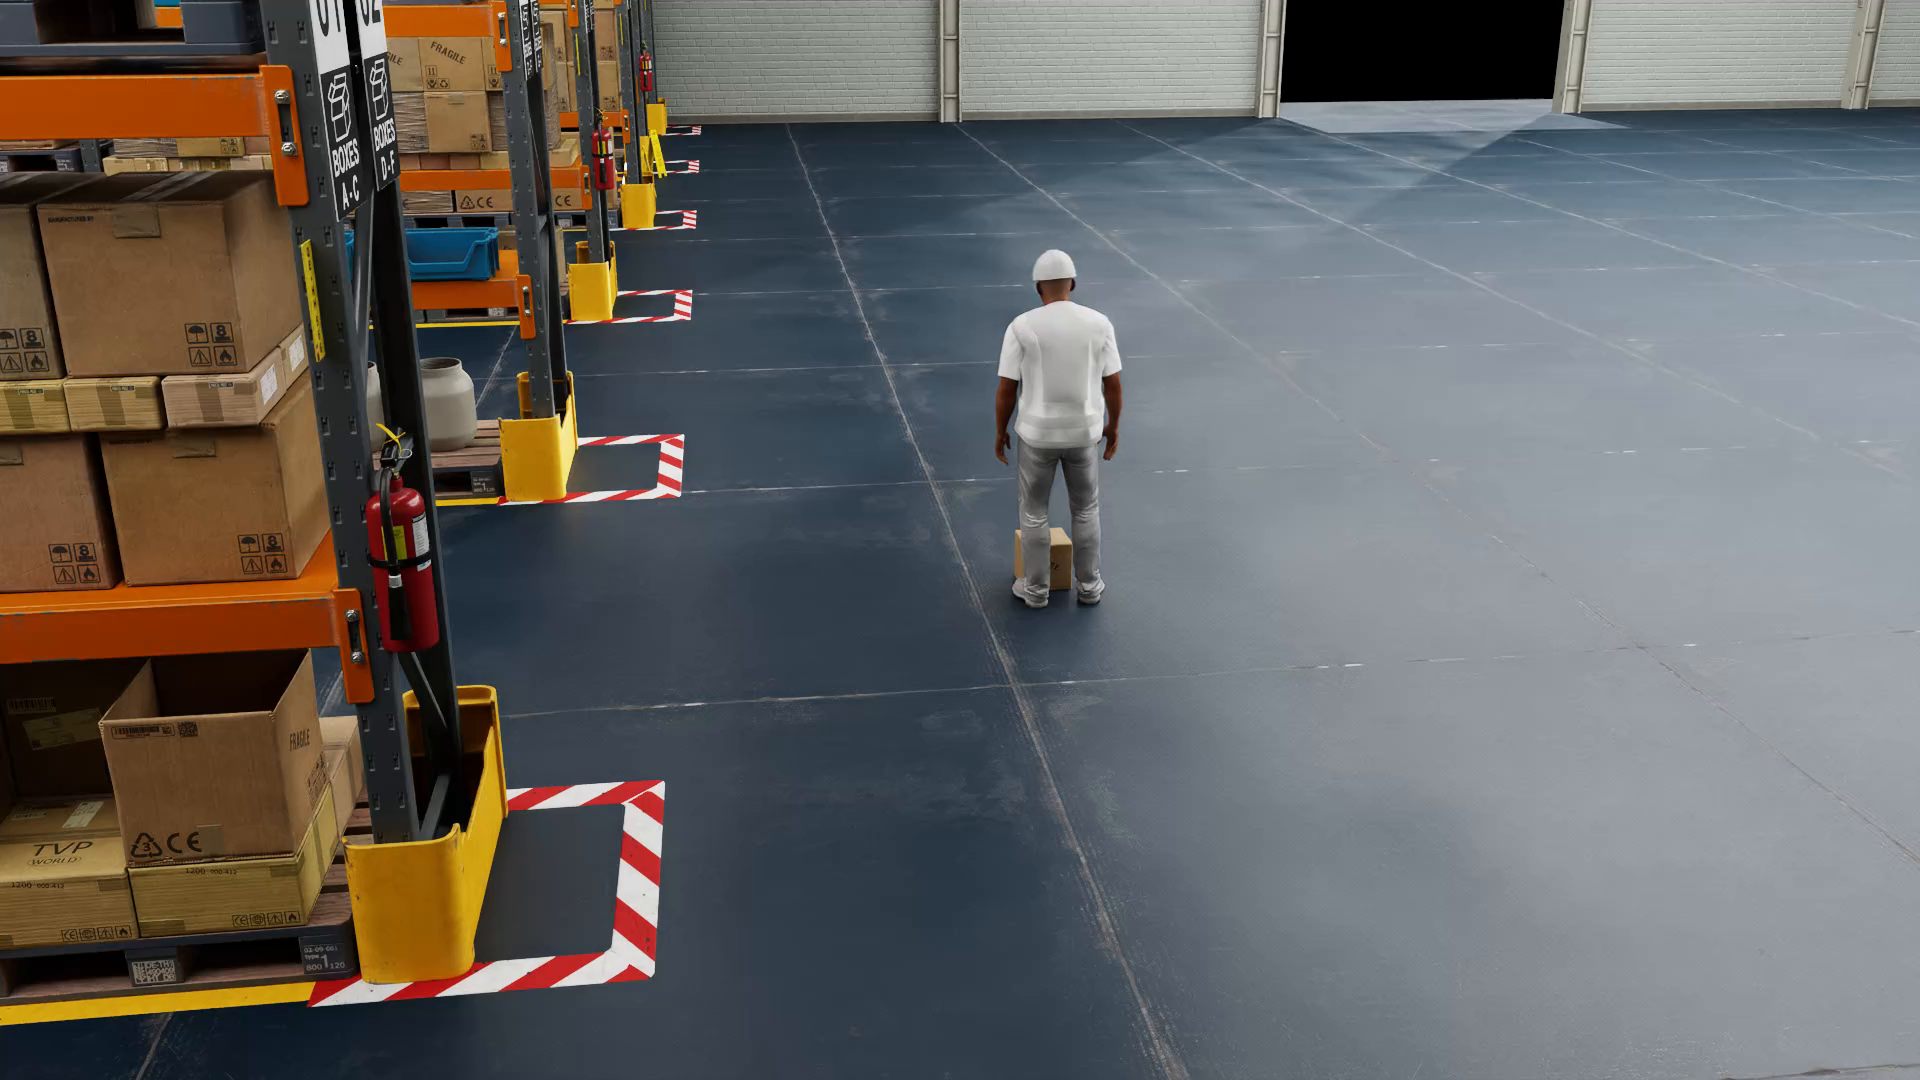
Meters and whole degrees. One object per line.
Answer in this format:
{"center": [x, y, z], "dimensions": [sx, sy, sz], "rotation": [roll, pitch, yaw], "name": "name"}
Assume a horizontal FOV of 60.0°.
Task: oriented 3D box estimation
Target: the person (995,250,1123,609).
{"center": [0.478, -0.531, 8.132], "dimensions": [0.627, 1.758, 0.456], "rotation": [-3, 20, -7], "name": "person"}
